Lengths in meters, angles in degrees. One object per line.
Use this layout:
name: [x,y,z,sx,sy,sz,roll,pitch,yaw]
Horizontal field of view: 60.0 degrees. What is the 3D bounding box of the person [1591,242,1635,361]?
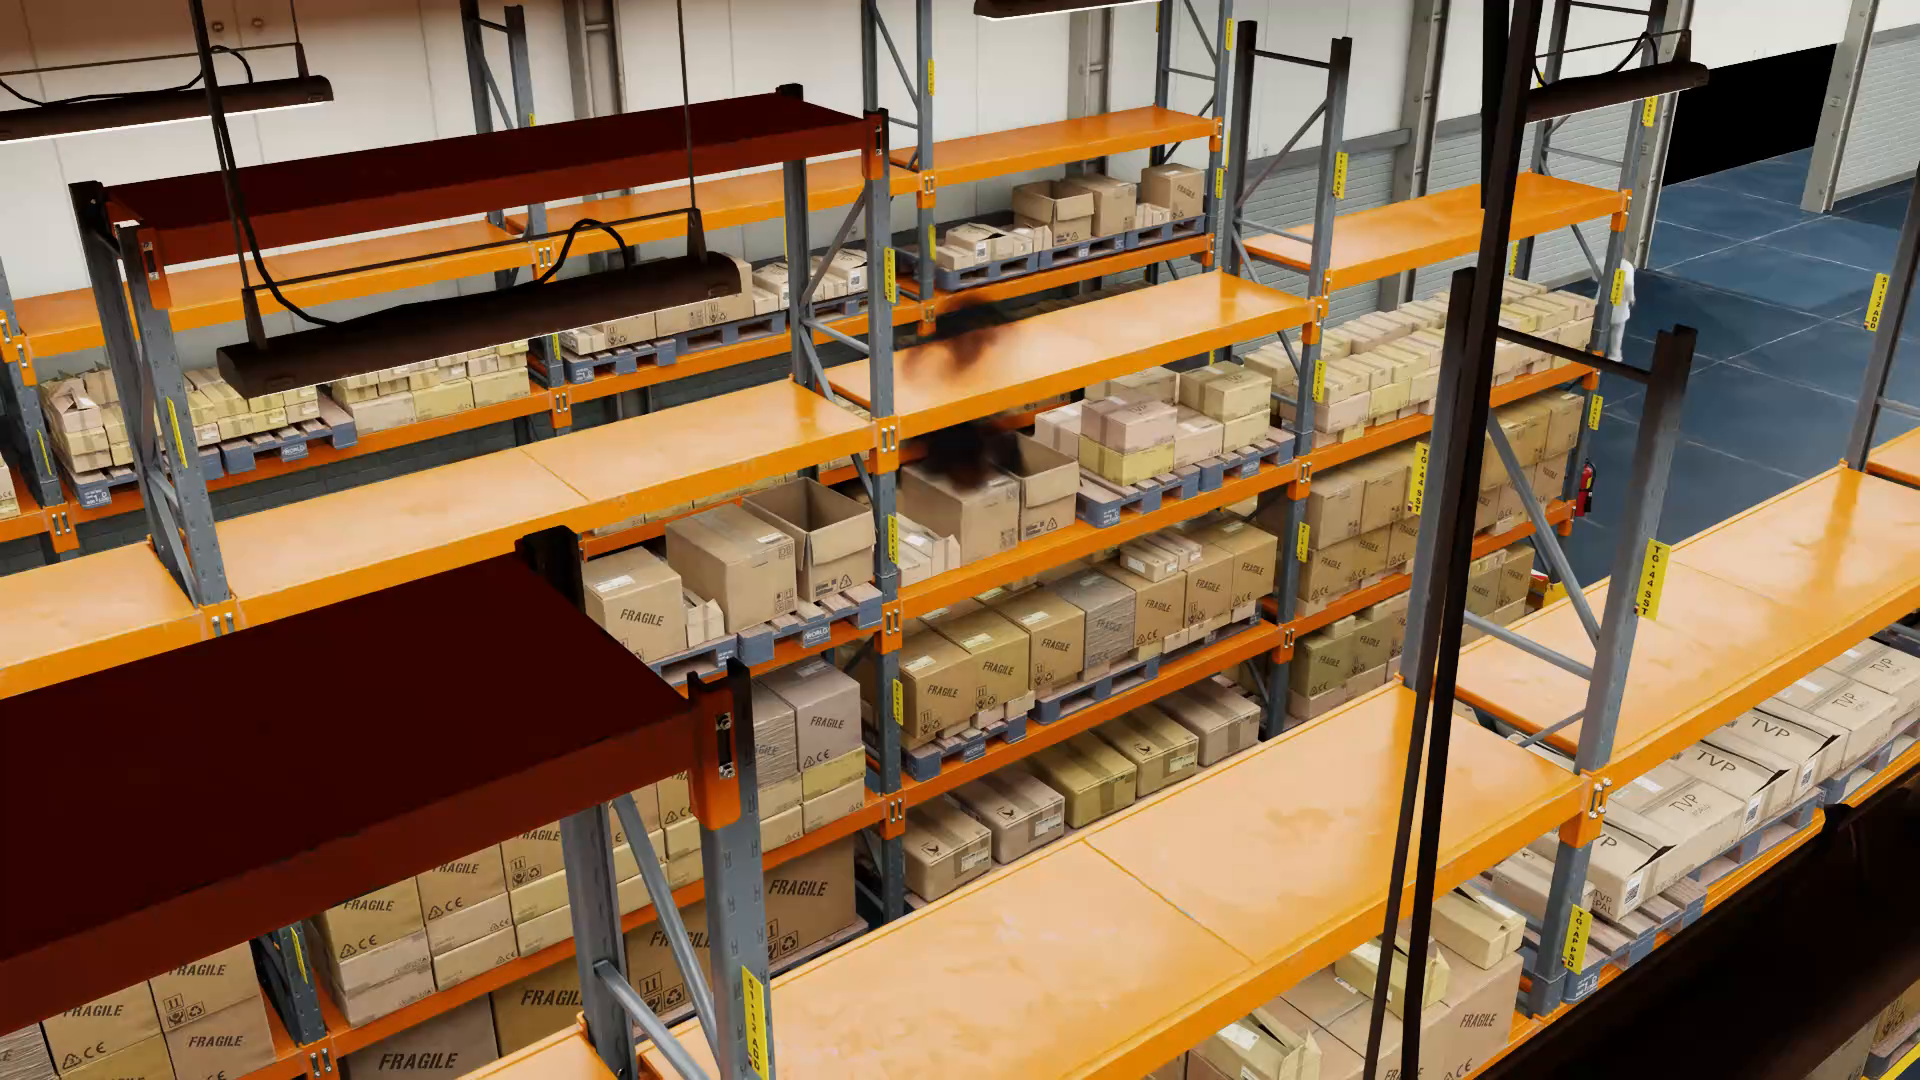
person: [8.830,-3.165,22.586,1.033,1.685,0.708,-23,35,-39]
